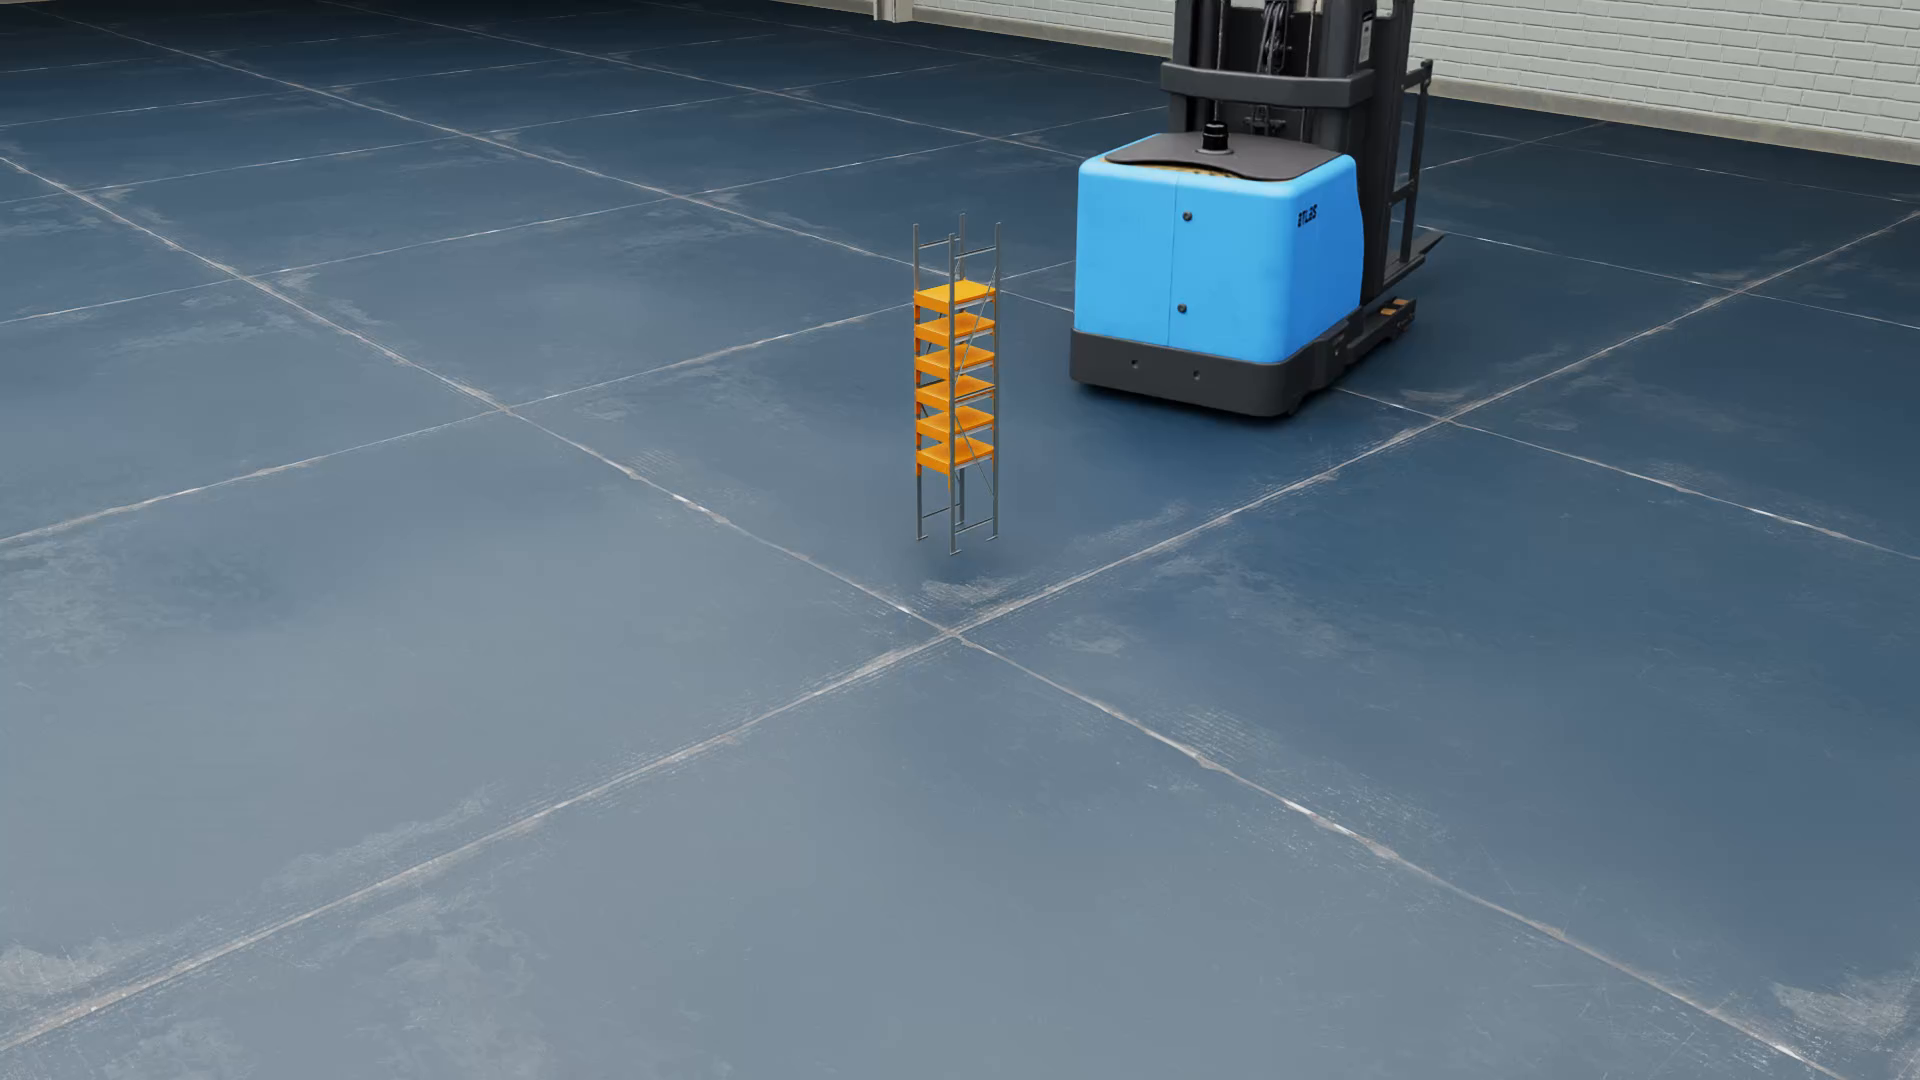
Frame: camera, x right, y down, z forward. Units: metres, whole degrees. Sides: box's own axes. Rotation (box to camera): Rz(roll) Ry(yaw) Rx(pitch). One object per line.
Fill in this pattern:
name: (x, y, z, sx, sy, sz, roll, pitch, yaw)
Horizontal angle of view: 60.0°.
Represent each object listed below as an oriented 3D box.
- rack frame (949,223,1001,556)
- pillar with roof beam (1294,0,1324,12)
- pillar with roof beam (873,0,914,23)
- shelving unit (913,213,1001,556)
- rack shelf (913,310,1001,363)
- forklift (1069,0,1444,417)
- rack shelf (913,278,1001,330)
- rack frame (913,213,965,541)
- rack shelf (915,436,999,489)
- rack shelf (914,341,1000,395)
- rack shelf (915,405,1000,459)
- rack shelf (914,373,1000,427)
rack frame: (0.053, -0.523, 5.950, 0.240, 1.200, 0.006, -21, 32, -38)
pillar with roof beam: (0.170, -7.264, 11.332, 9.100, 9.000, 0.400, -21, 32, -38)
pillar with roof beam: (-3.931, -9.082, 15.316, 9.100, 9.000, 0.400, -21, 32, -38)
shelving unit: (-0.010, -0.550, 6.011, 0.258, 1.200, 0.189, -21, 32, -38)
rack shelf: (-0.010, -0.728, 5.929, 0.258, 0.103, 0.180, -21, 32, -38)
forklift: (1.710, -2.438, 8.063, 1.130, 2.935, 3.031, 14, 28, 28)
rack shelf: (-0.010, -0.837, 5.880, 0.258, 0.103, 0.180, -21, 32, -38)
rack frame: (-0.072, -0.578, 6.071, 0.240, 1.200, 0.006, -21, 32, -38)
rack shelf: (-0.010, -0.291, 6.129, 0.258, 0.103, 0.180, -21, 32, -38)
rack shelf: (-0.010, -0.619, 5.979, 0.258, 0.103, 0.180, -21, 32, -38)
rack shelf: (-0.010, -0.401, 6.079, 0.258, 0.103, 0.180, -21, 32, -38)
rack shelf: (-0.010, -0.510, 6.029, 0.258, 0.103, 0.180, -21, 32, -38)
